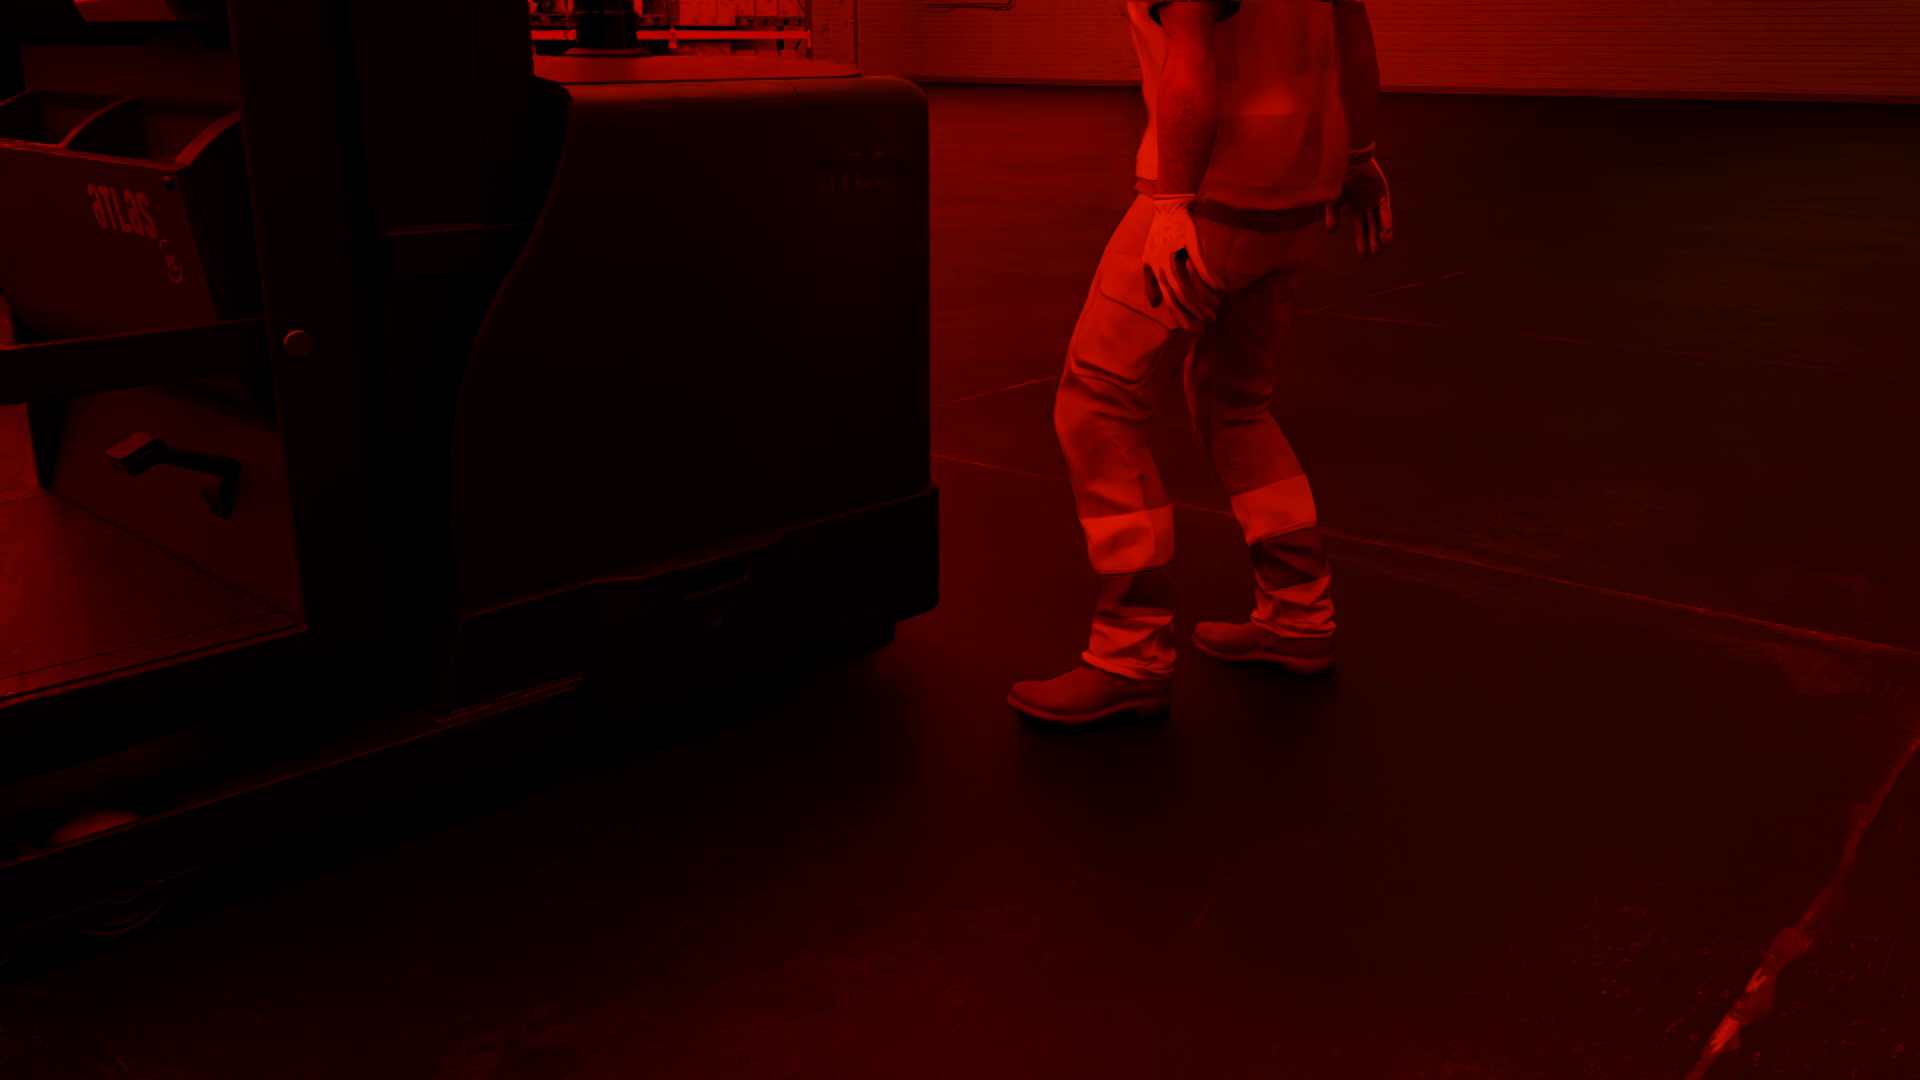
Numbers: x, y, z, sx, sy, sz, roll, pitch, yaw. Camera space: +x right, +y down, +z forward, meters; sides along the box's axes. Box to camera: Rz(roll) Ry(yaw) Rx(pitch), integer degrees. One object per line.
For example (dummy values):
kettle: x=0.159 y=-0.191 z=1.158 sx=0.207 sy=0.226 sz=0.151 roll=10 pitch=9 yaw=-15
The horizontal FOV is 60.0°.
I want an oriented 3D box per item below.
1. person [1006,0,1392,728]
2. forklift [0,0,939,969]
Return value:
person: x=0.438 y=-0.585 z=2.897 sx=0.454 sy=1.749 sz=0.879 roll=13 pitch=21 yaw=36
forklift: x=-1.431 y=-1.005 z=2.206 sx=1.130 sy=2.935 sz=3.031 roll=16 pitch=23 yaw=42
